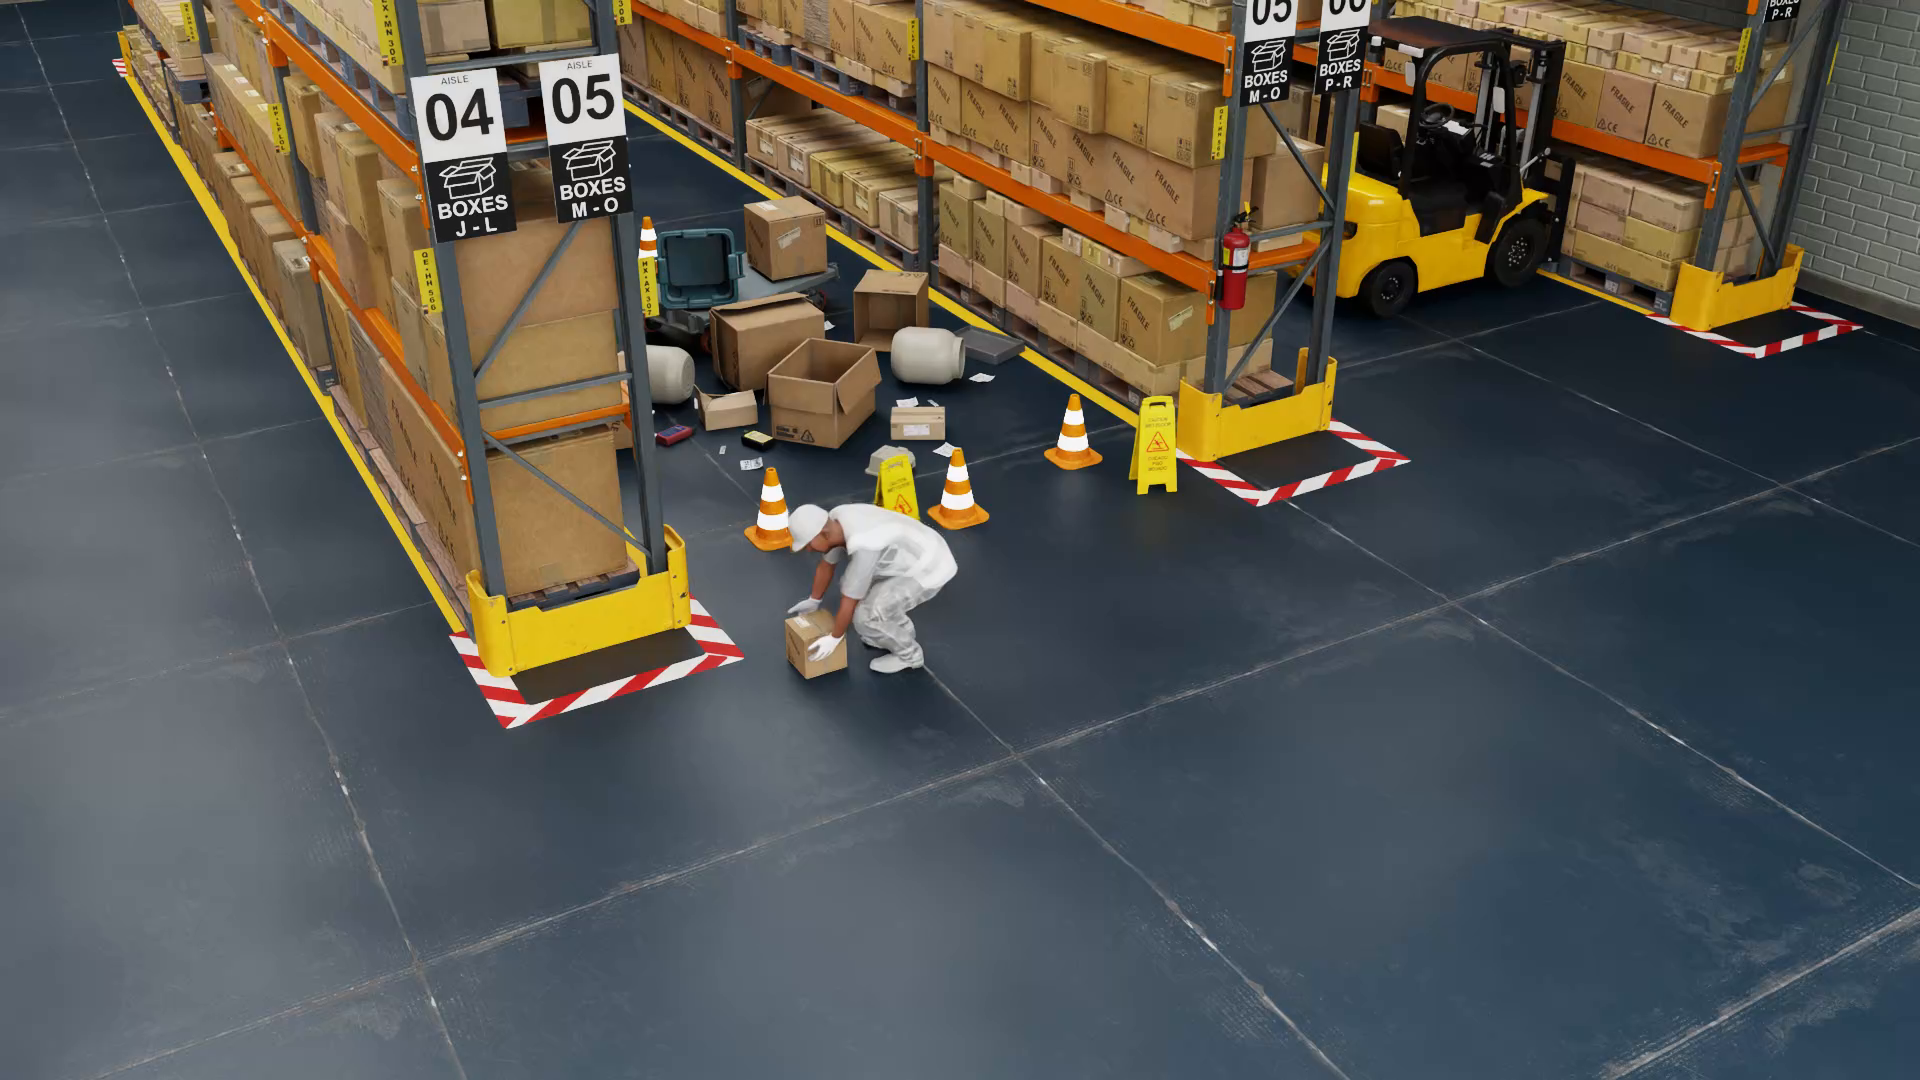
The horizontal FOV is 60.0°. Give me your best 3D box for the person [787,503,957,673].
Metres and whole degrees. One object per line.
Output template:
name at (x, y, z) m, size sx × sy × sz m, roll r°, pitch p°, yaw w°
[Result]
person at (-0.467, 0.220, 8.948) m, size 0.902 × 1.015 × 0.578 m, roll -6°, pitch 29°, yaw -11°
